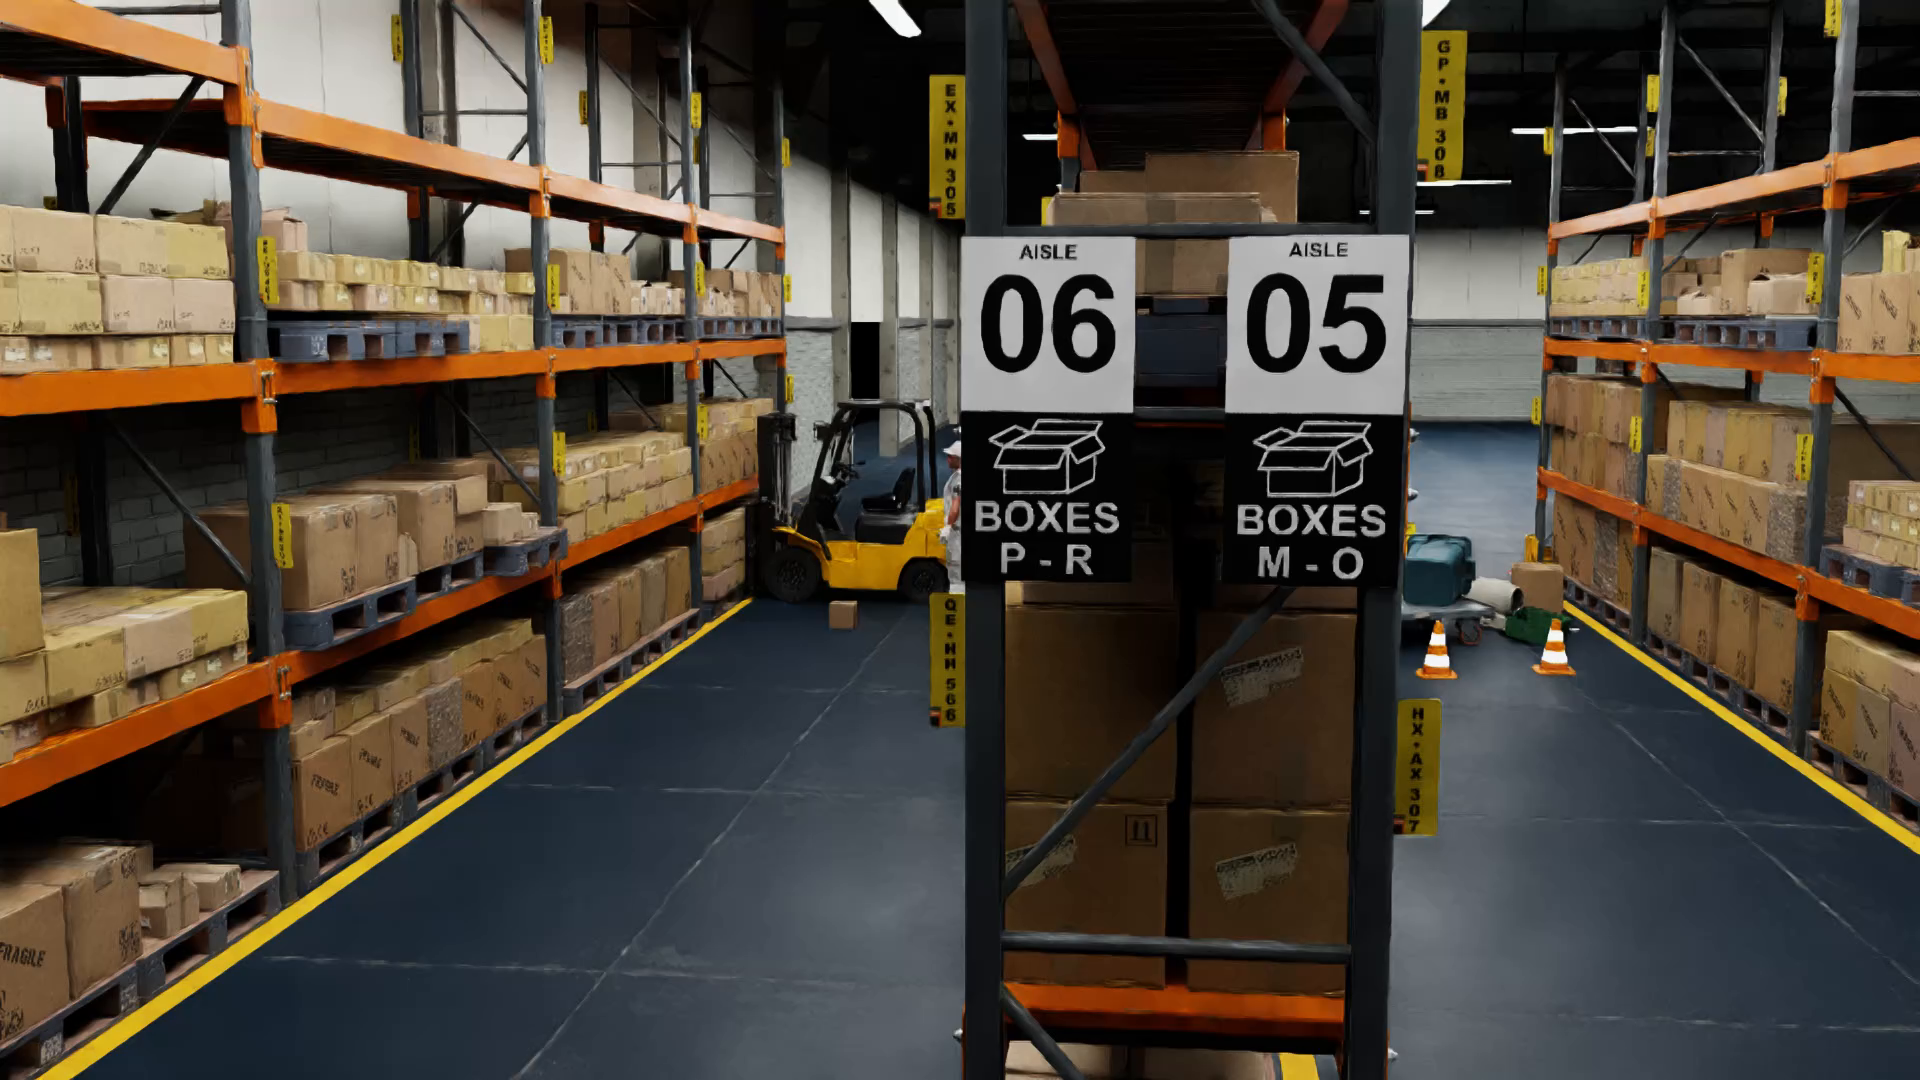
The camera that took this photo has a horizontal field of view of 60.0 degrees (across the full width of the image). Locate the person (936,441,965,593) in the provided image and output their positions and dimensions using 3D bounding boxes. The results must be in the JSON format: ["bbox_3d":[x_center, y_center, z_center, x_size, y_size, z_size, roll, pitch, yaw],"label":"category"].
[{"bbox_3d":[-0.045,-0.097,16.667,0.396,1.798,0.662,2,8,14],"label":"person"}]
